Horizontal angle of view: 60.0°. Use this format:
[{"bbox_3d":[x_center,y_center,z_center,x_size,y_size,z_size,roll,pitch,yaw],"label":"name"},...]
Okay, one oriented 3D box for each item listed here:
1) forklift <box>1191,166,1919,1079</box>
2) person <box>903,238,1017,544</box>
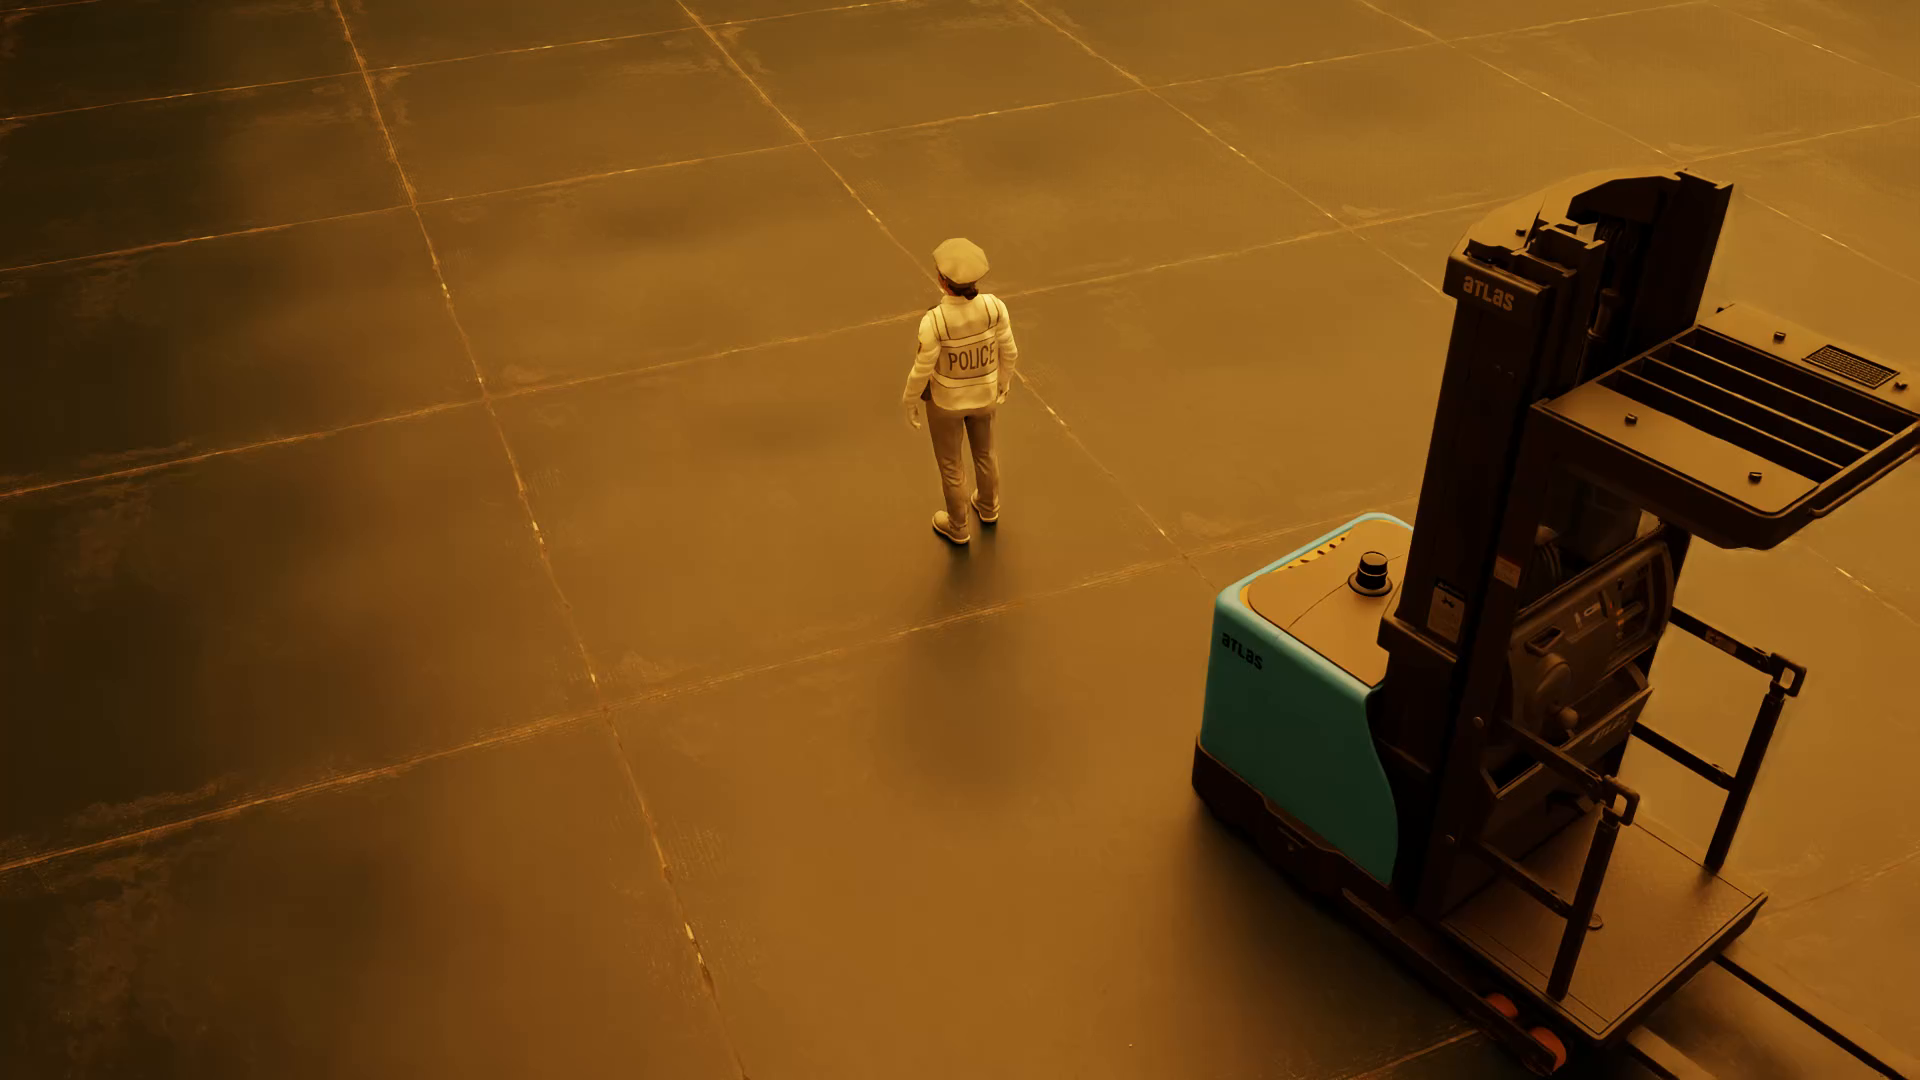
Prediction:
[{"bbox_3d":[2.291,0.384,5.559,1.130,2.935,3.031,-25,42,-30],"label":"forklift"},{"bbox_3d":[-0.021,-0.734,8.186,0.588,1.695,0.531,-14,38,-19],"label":"person"}]
